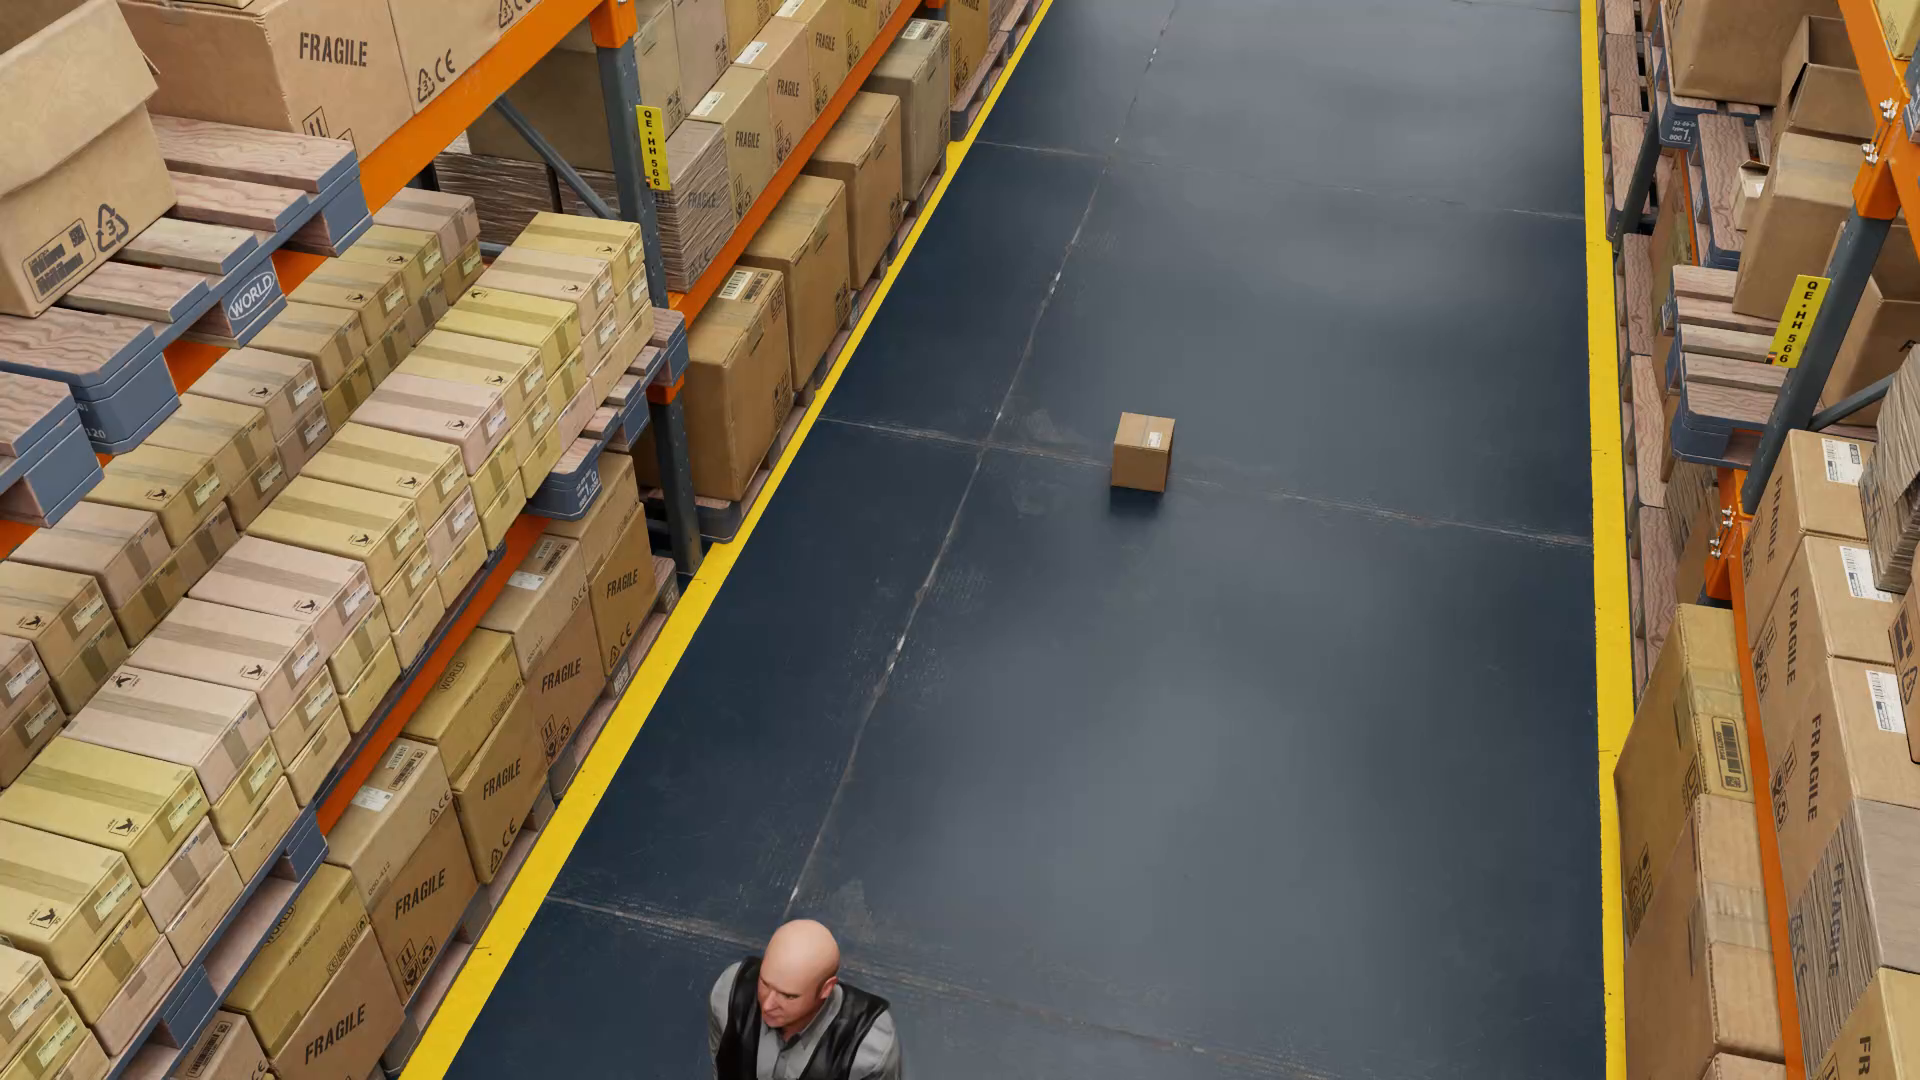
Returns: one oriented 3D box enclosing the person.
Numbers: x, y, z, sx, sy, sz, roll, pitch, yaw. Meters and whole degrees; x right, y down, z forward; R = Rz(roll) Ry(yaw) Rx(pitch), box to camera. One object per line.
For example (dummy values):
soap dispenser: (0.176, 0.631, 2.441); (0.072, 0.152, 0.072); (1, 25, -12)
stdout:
person: (-0.398, 1.562, 4.331); (0.536, 1.711, 0.502); (13, 42, 15)
